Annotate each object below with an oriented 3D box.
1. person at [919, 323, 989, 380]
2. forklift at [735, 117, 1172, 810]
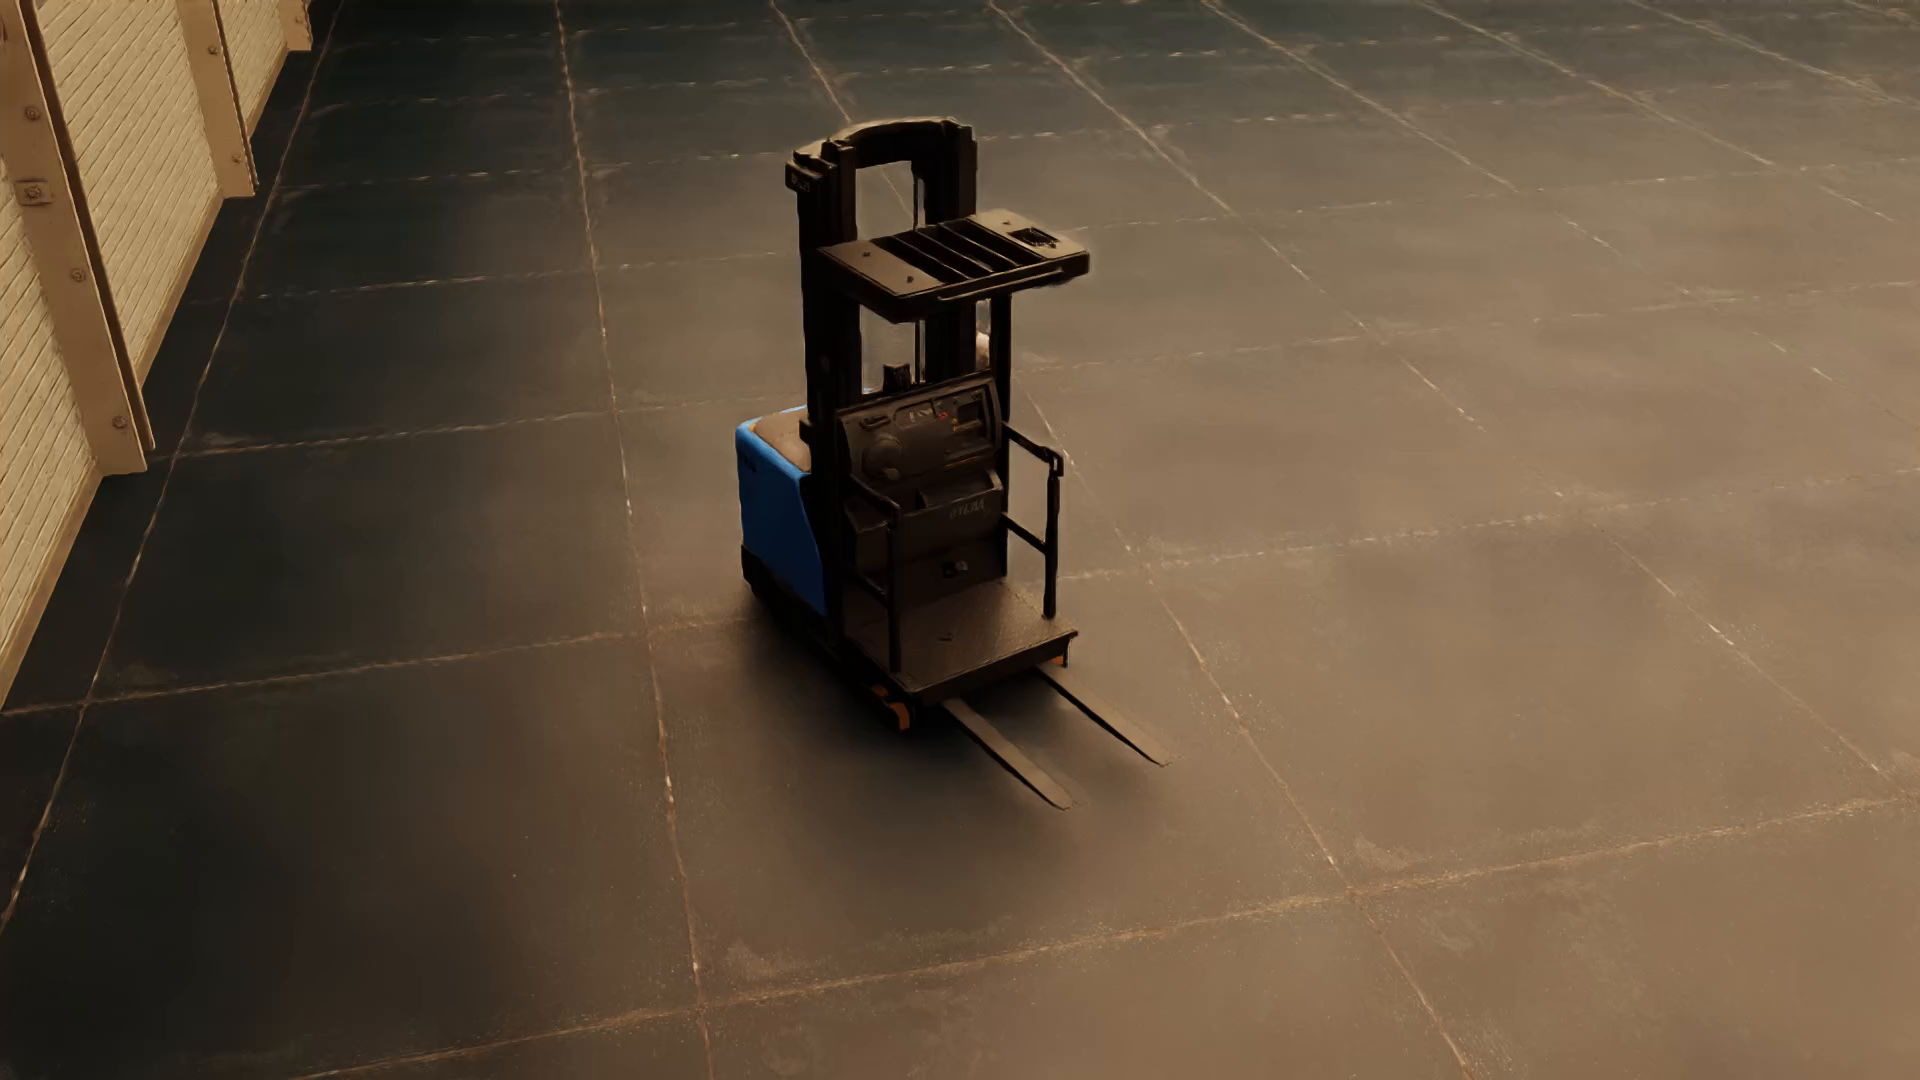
[{"bbox_3d":[-0.033,-0.746,10.144,0.545,1.668,0.398,-9,31,-15],"label":"person"},{"bbox_3d":[-0.070,-0.527,8.485,1.130,2.935,3.031,-18,35,-29],"label":"forklift"}]
